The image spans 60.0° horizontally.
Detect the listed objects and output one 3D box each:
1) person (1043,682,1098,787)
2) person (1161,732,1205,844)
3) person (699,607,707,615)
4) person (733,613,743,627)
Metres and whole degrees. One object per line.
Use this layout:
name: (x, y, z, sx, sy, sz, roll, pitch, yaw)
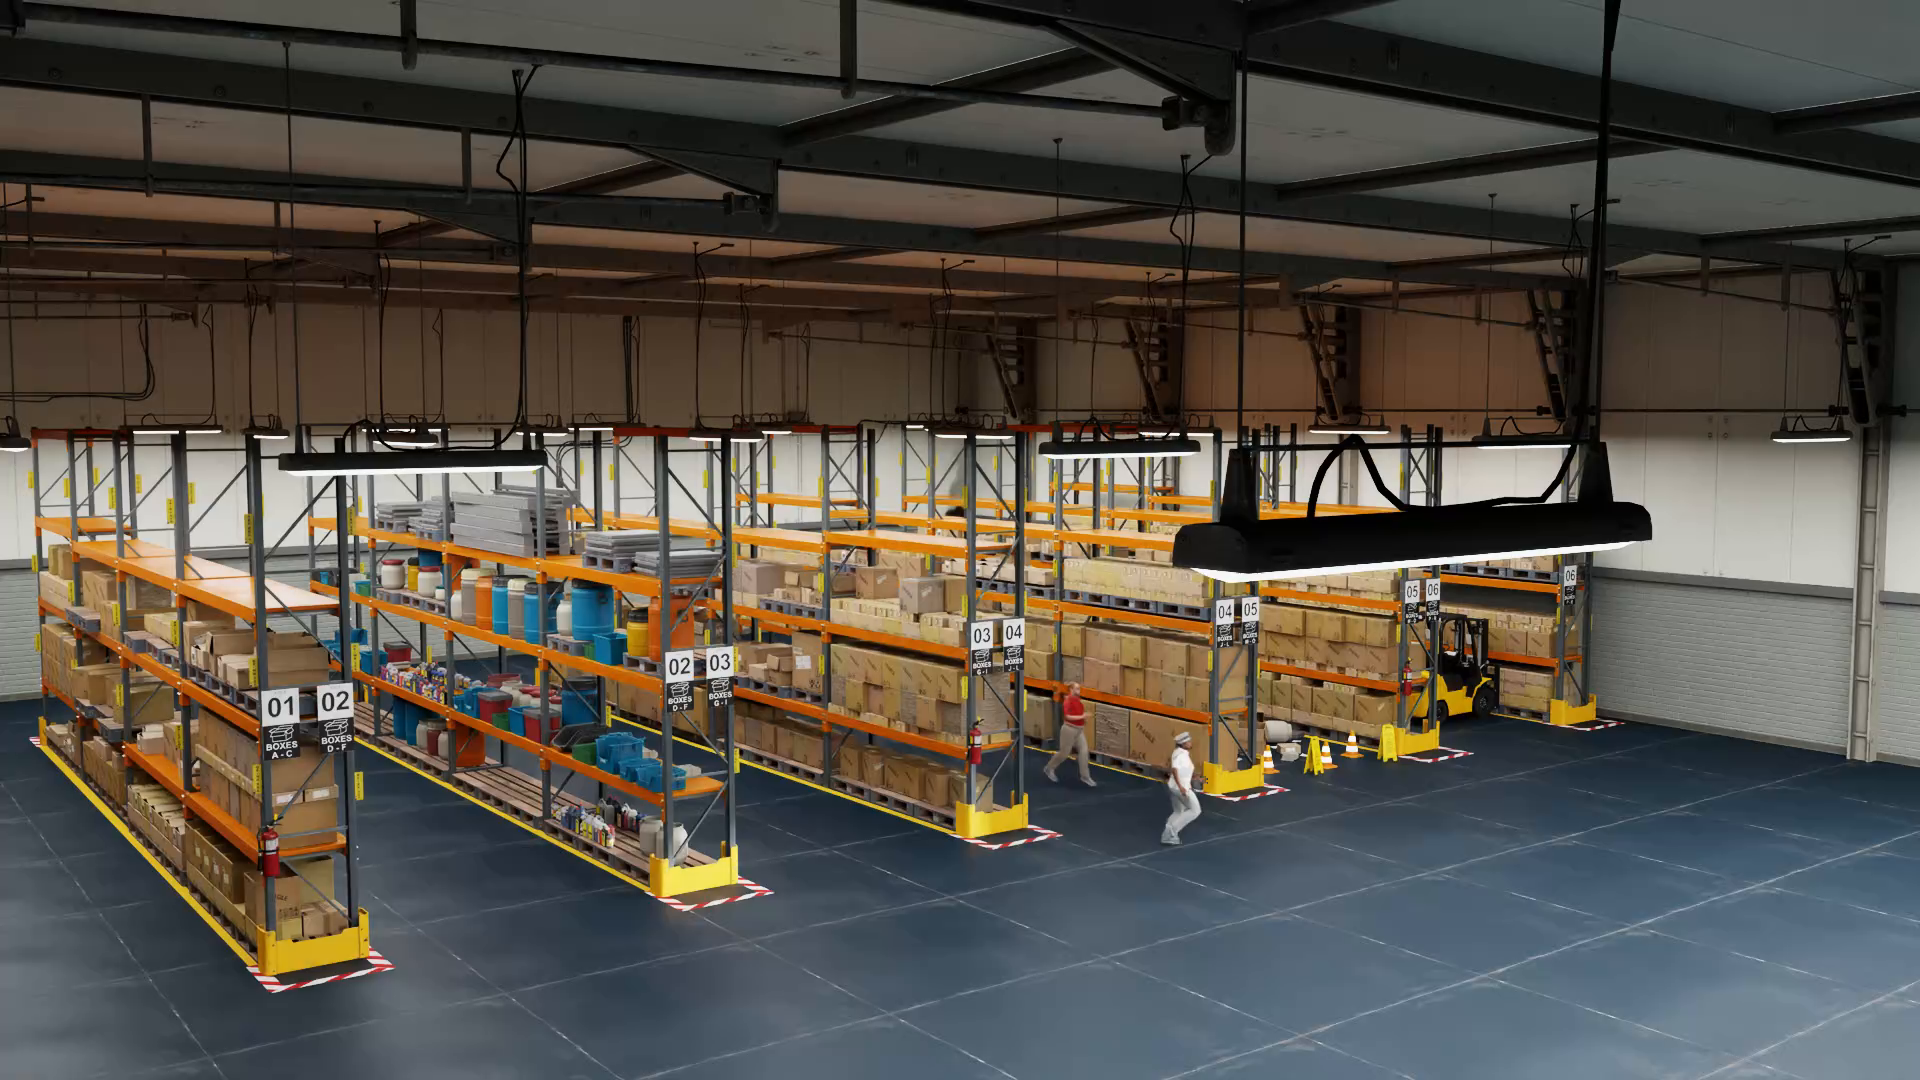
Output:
person: (1.865, 3.250, 27.999, 0.959, 1.747, 0.650, 3, 5, 30)
person: (3.256, 3.603, 24.171, 0.659, 1.642, 0.557, -1, 5, -8)
person: (-6.077, 2.394, 39.239, 0.702, 1.762, 0.670, -1, 5, -17)
person: (-5.677, 2.222, 42.047, 0.576, 1.622, 0.545, 2, 5, 21)
